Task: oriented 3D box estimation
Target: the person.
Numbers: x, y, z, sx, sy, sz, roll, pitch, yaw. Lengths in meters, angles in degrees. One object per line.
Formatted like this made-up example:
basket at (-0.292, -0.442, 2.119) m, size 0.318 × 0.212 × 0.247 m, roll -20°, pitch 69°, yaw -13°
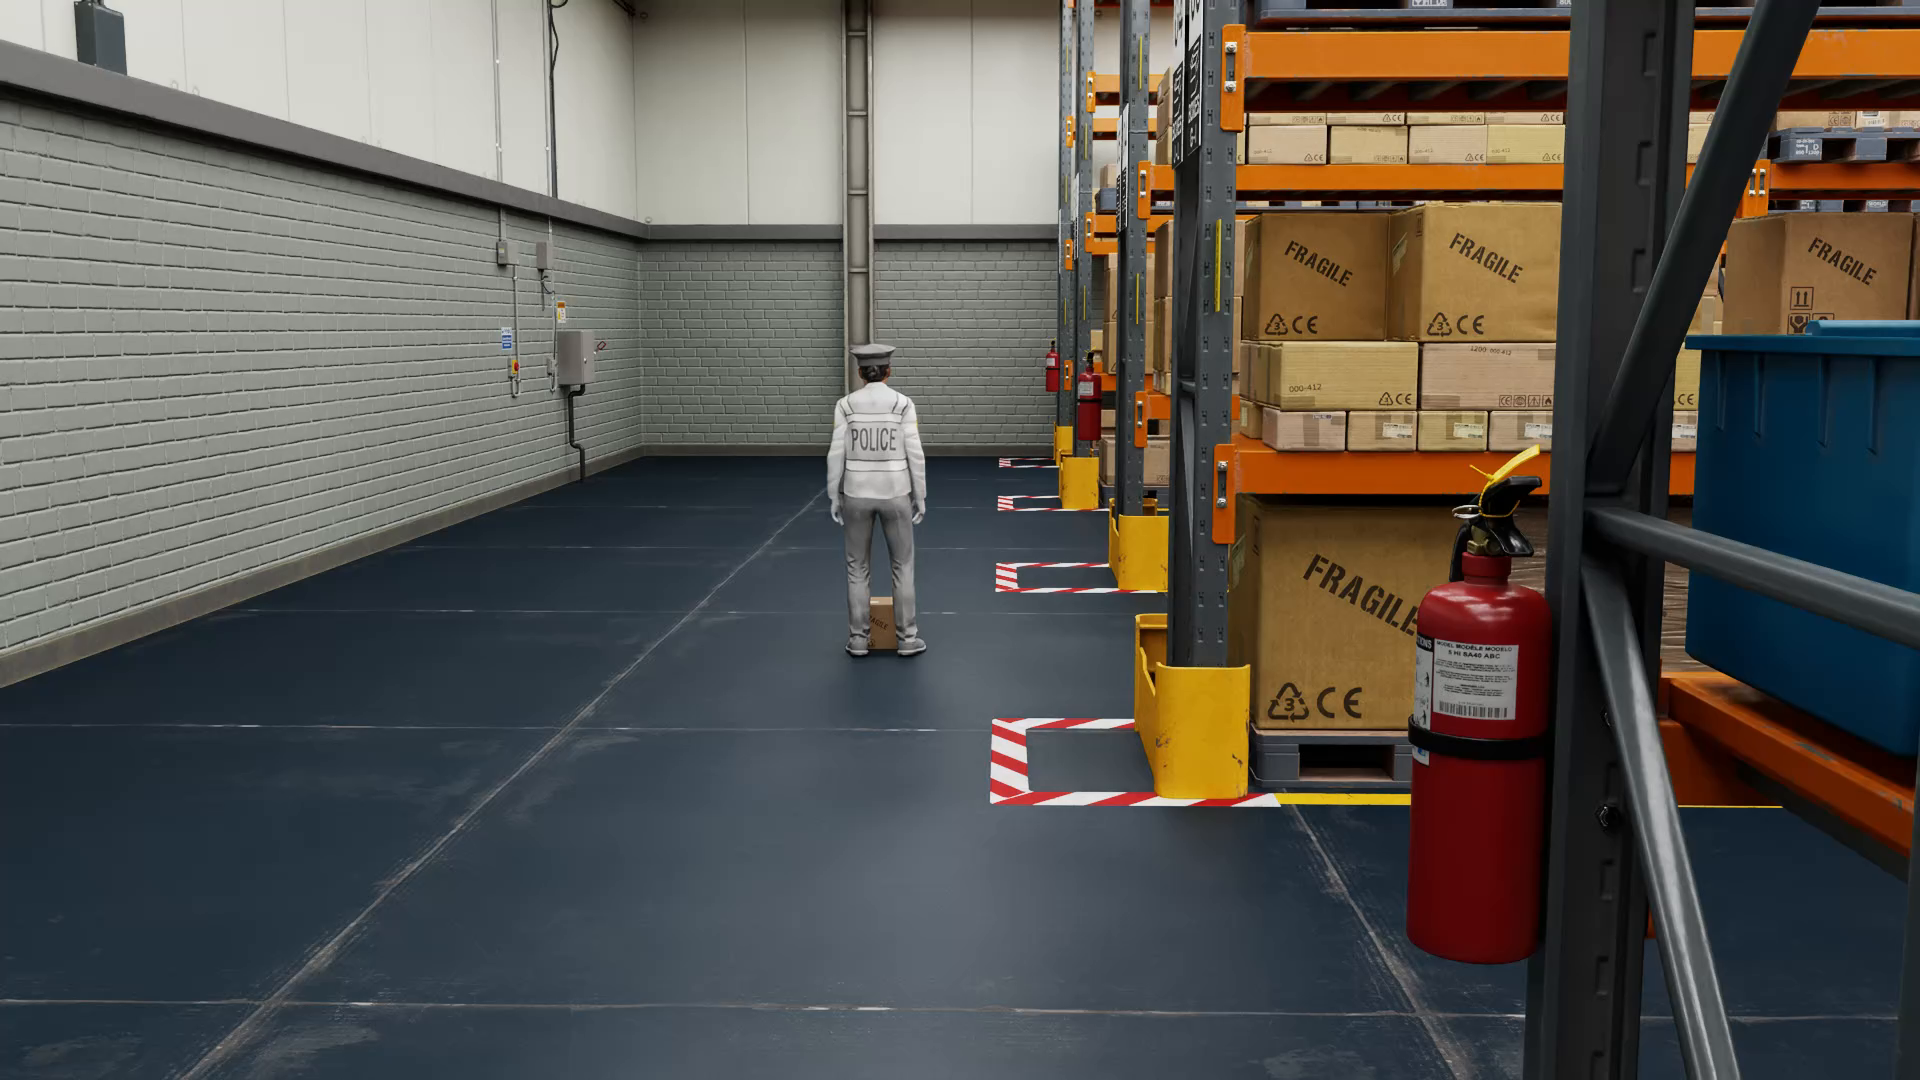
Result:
person at (-0.443, -0.211, 8.896) m, size 0.529 × 1.664 × 0.371 m, roll 0°, pitch 7°, yaw 2°
